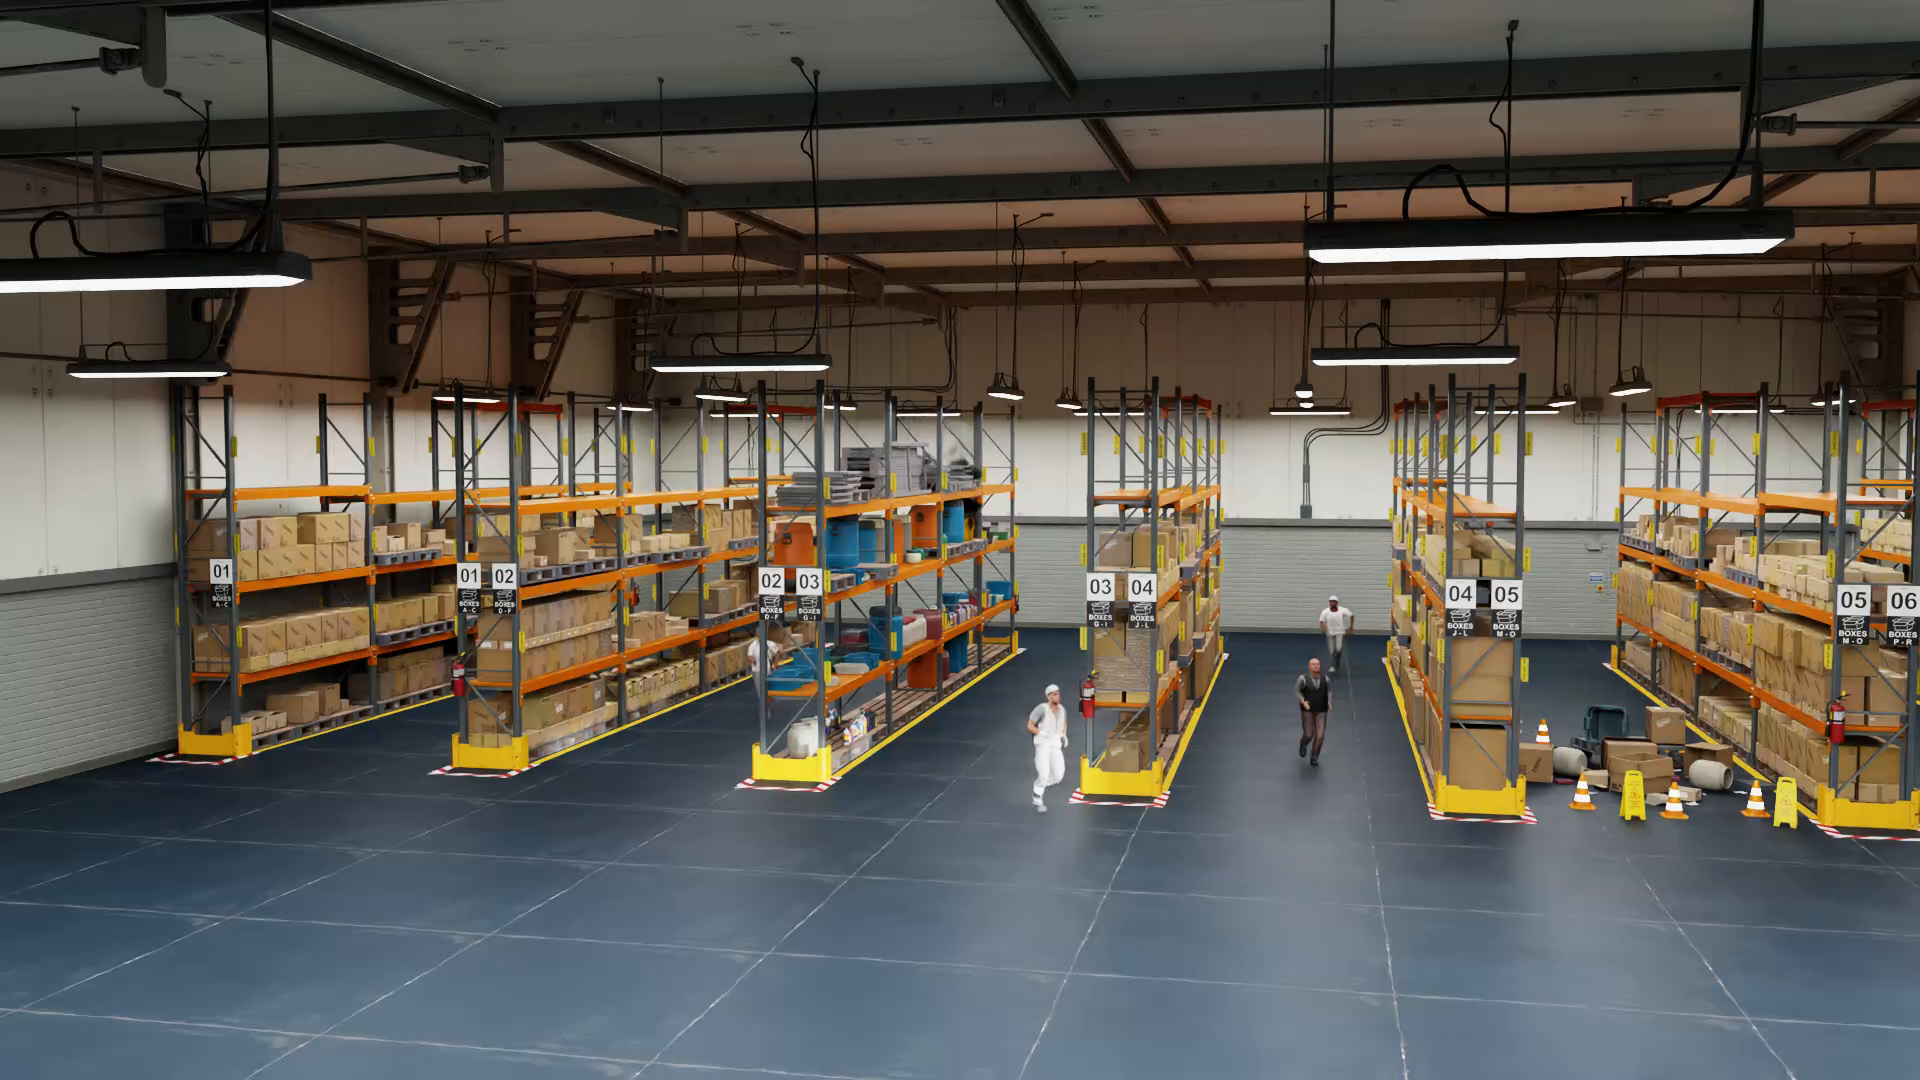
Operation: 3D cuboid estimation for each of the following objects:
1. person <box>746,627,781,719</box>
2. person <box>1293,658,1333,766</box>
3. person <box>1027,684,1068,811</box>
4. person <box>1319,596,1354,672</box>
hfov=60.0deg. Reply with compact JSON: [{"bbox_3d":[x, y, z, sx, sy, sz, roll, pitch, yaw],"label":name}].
[{"bbox_3d":[-3.639,2.458,30.652,0.584,1.750,0.718,0,3,8],"label":"person"},{"bbox_3d":[5.568,2.697,26.178,0.653,1.674,0.584,0,3,-3],"label":"person"},{"bbox_3d":[1.254,2.855,22.936,0.680,1.729,0.627,-2,4,-28],"label":"person"},{"bbox_3d":[8.292,2.082,36.701,0.734,1.715,0.730,1,3,20],"label":"person"}]
